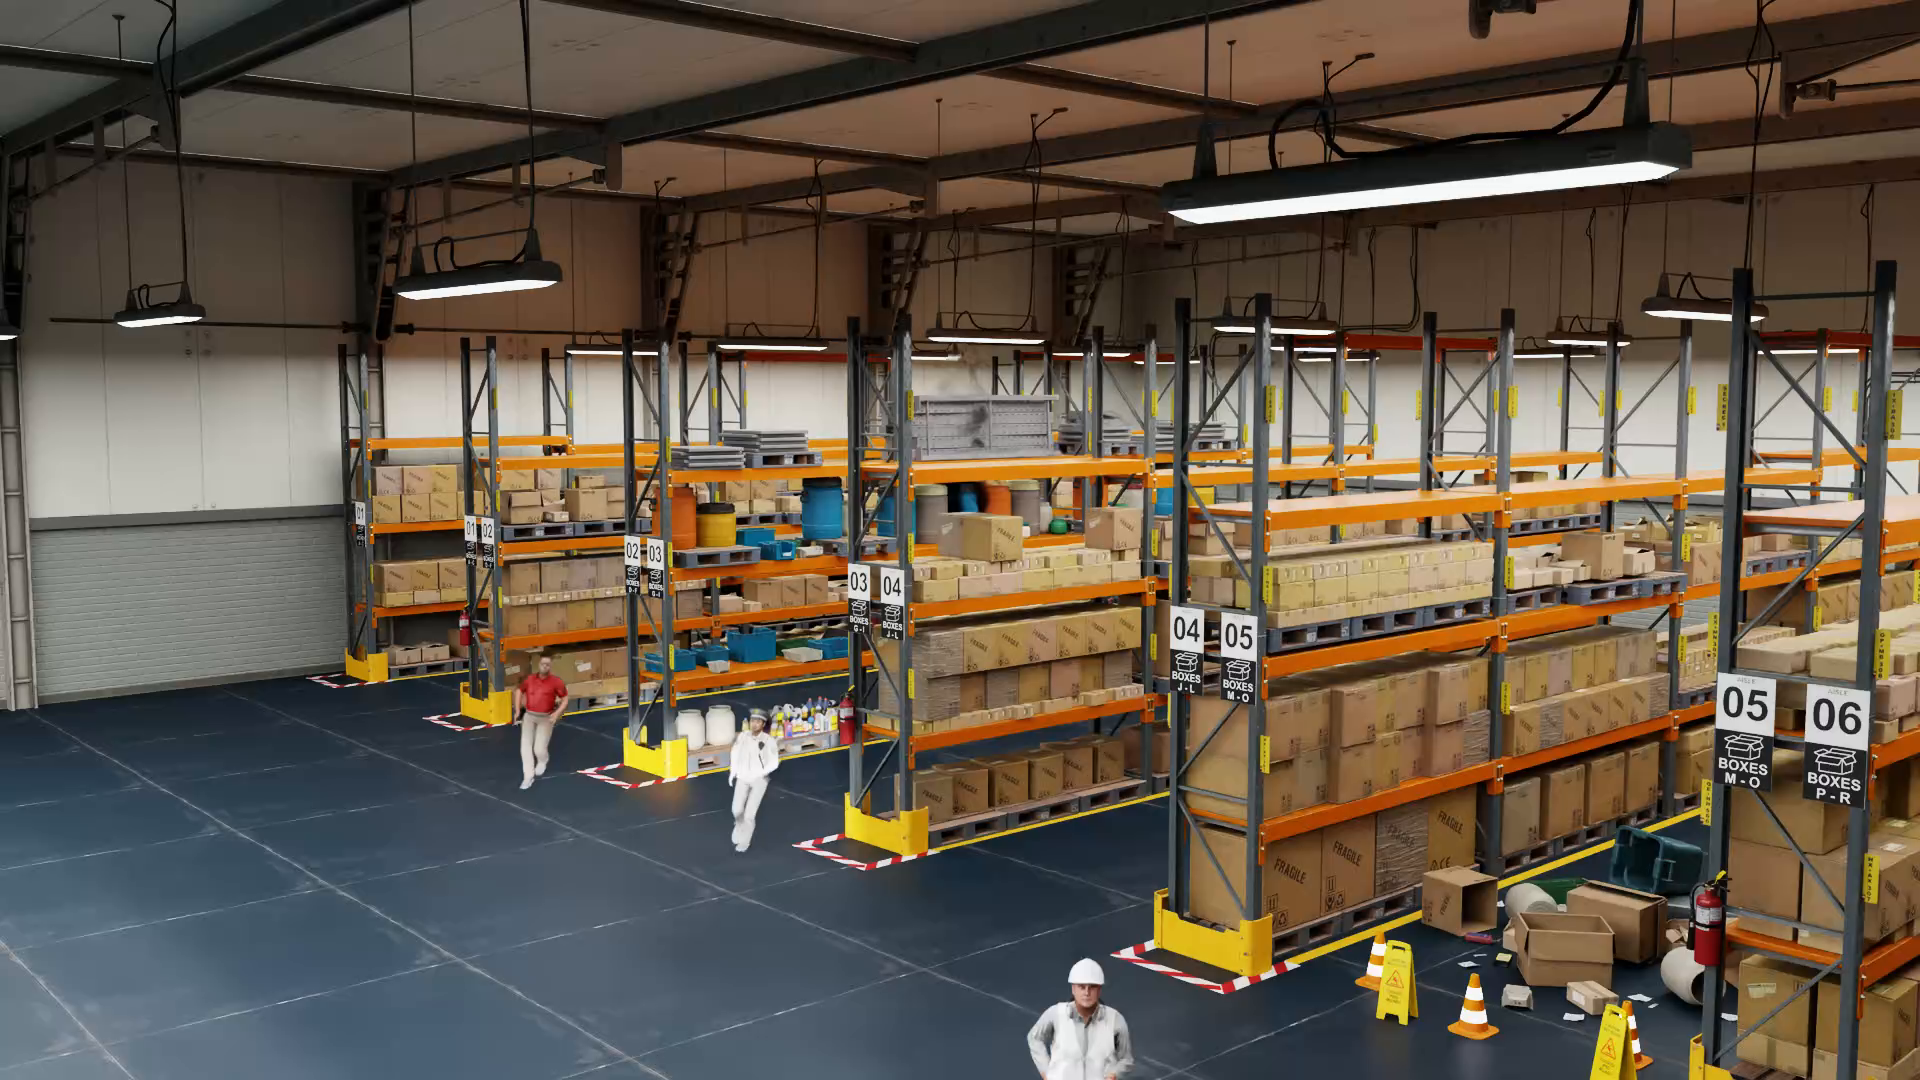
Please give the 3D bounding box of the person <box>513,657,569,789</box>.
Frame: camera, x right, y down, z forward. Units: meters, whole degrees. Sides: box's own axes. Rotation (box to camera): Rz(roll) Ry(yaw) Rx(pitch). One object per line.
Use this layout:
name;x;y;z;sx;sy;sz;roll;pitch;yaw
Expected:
person;-5.528;2.386;21.903;0.717;1.692;0.648;0;5;3

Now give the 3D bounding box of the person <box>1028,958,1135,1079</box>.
person;0.734;3.401;9.981;0.633;1.779;0.711;0;5;-1

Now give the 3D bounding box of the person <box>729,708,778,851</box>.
person;-2.327;2.683;18.549;0.596;1.626;0.532;1;5;9
